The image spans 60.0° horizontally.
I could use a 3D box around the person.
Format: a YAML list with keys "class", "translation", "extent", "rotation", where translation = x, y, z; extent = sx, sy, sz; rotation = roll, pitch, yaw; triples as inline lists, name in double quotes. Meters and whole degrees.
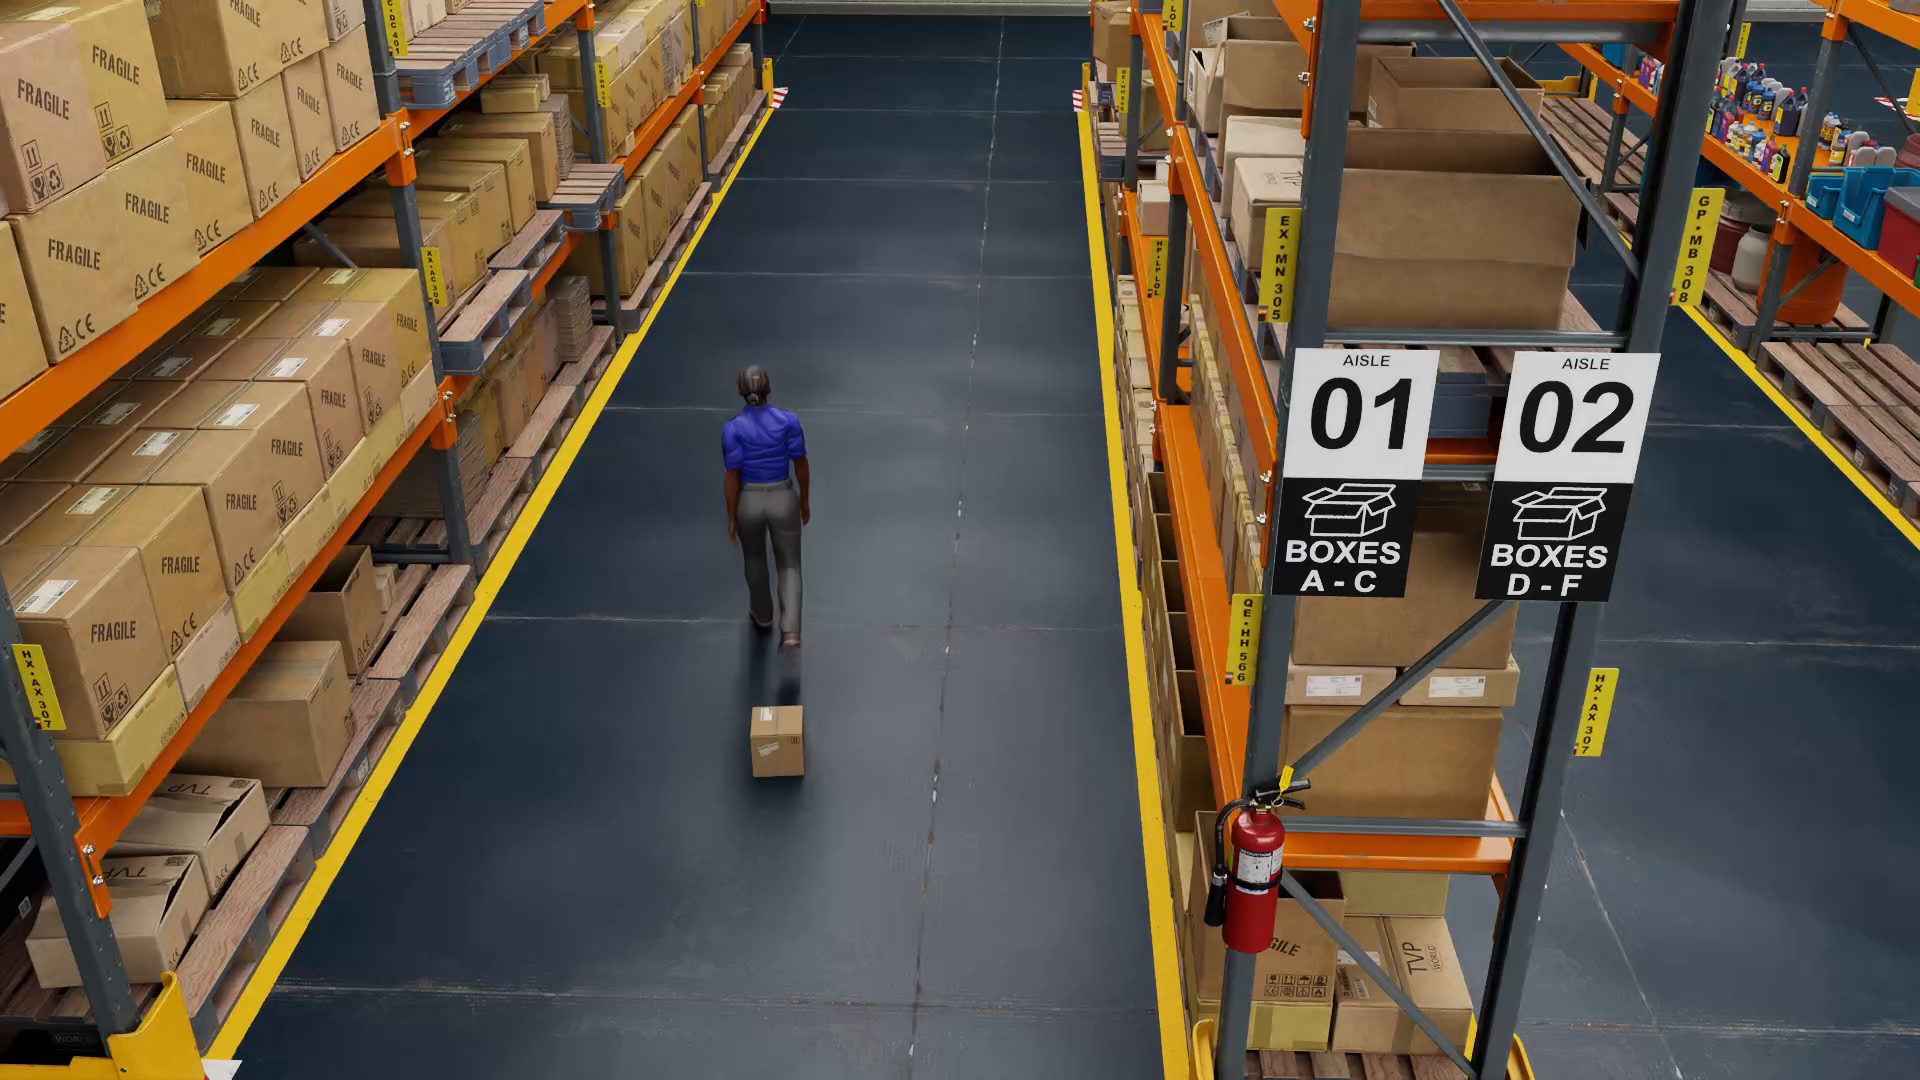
- class: "person"
  translation: [-1.019, -0.154, 8.902]
  extent: [0.459, 1.617, 0.882]
  rotation: [-5, 29, -10]
